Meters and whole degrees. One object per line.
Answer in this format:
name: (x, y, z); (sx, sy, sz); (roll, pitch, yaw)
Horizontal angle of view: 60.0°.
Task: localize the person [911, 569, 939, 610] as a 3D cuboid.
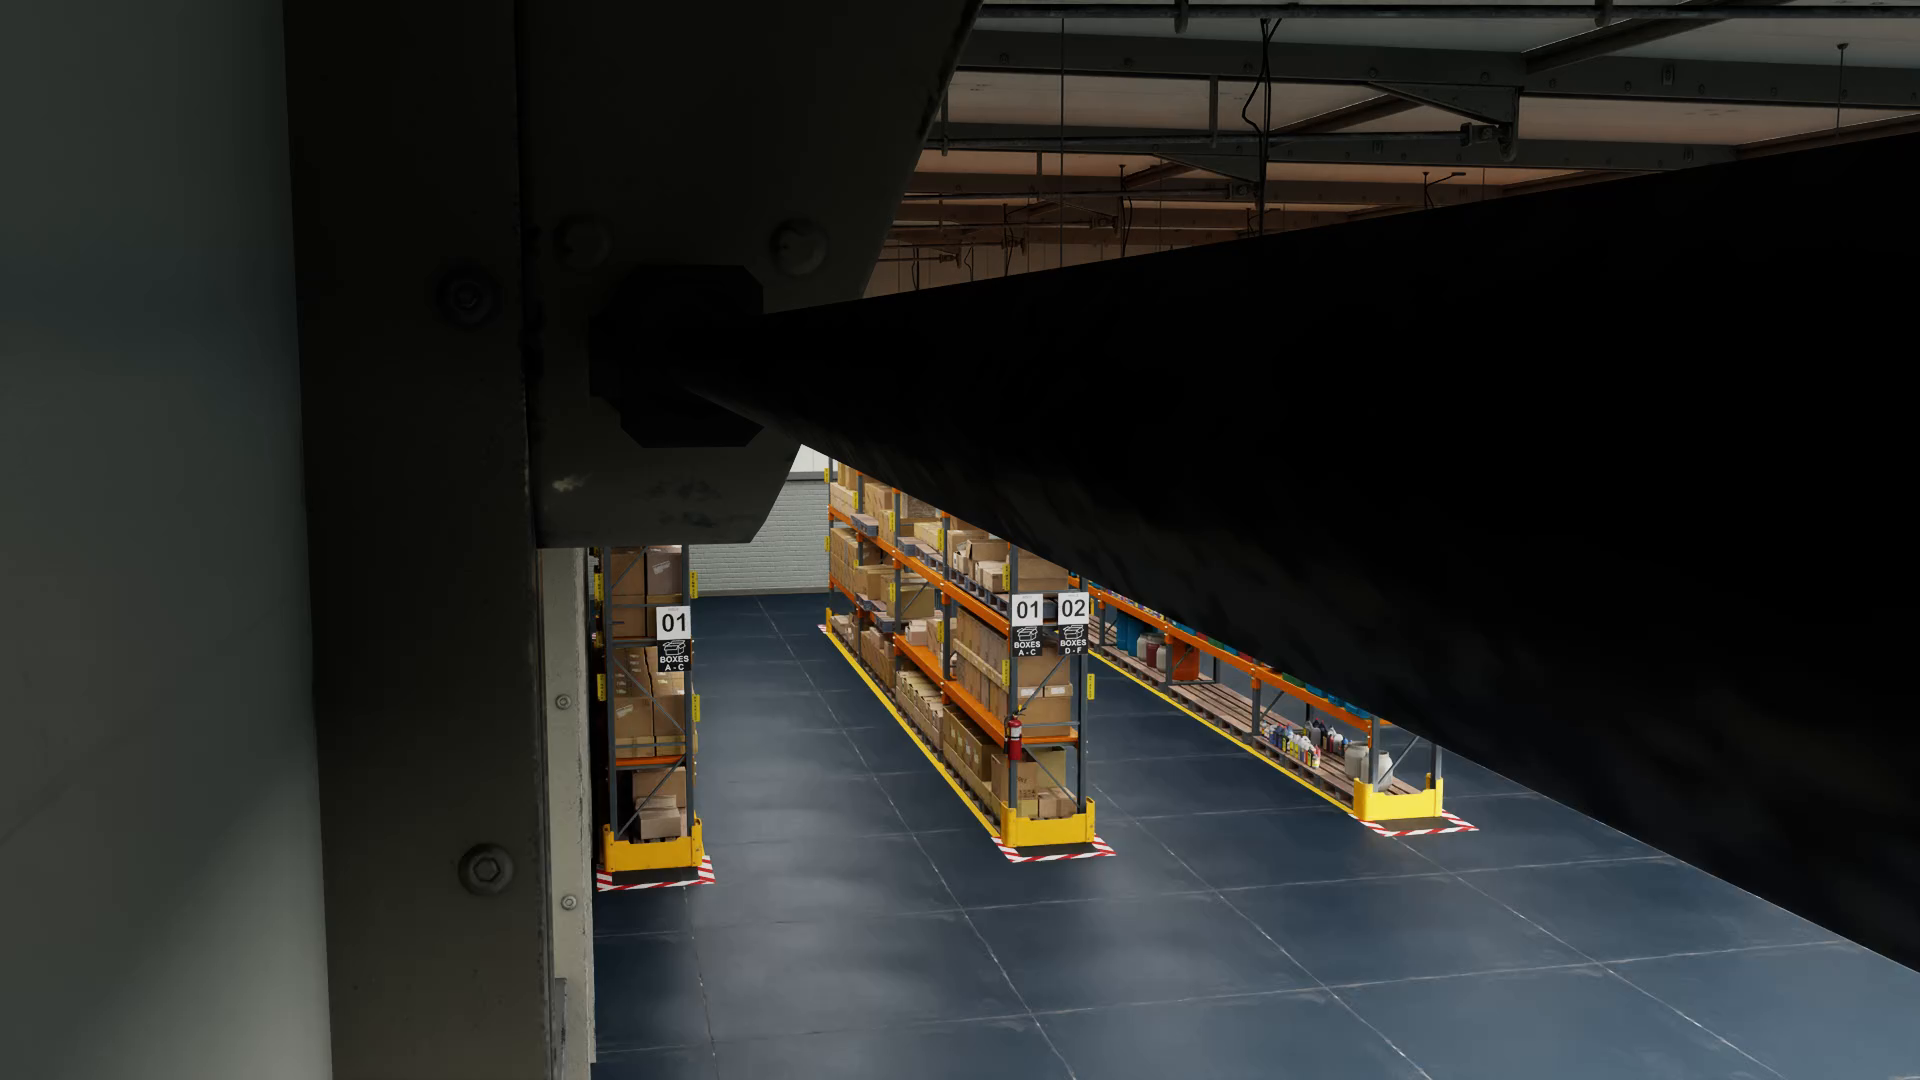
person: (-0.856, 1.076, 37.246); (0.955, 1.706, 0.677); (5, 8, 36)
